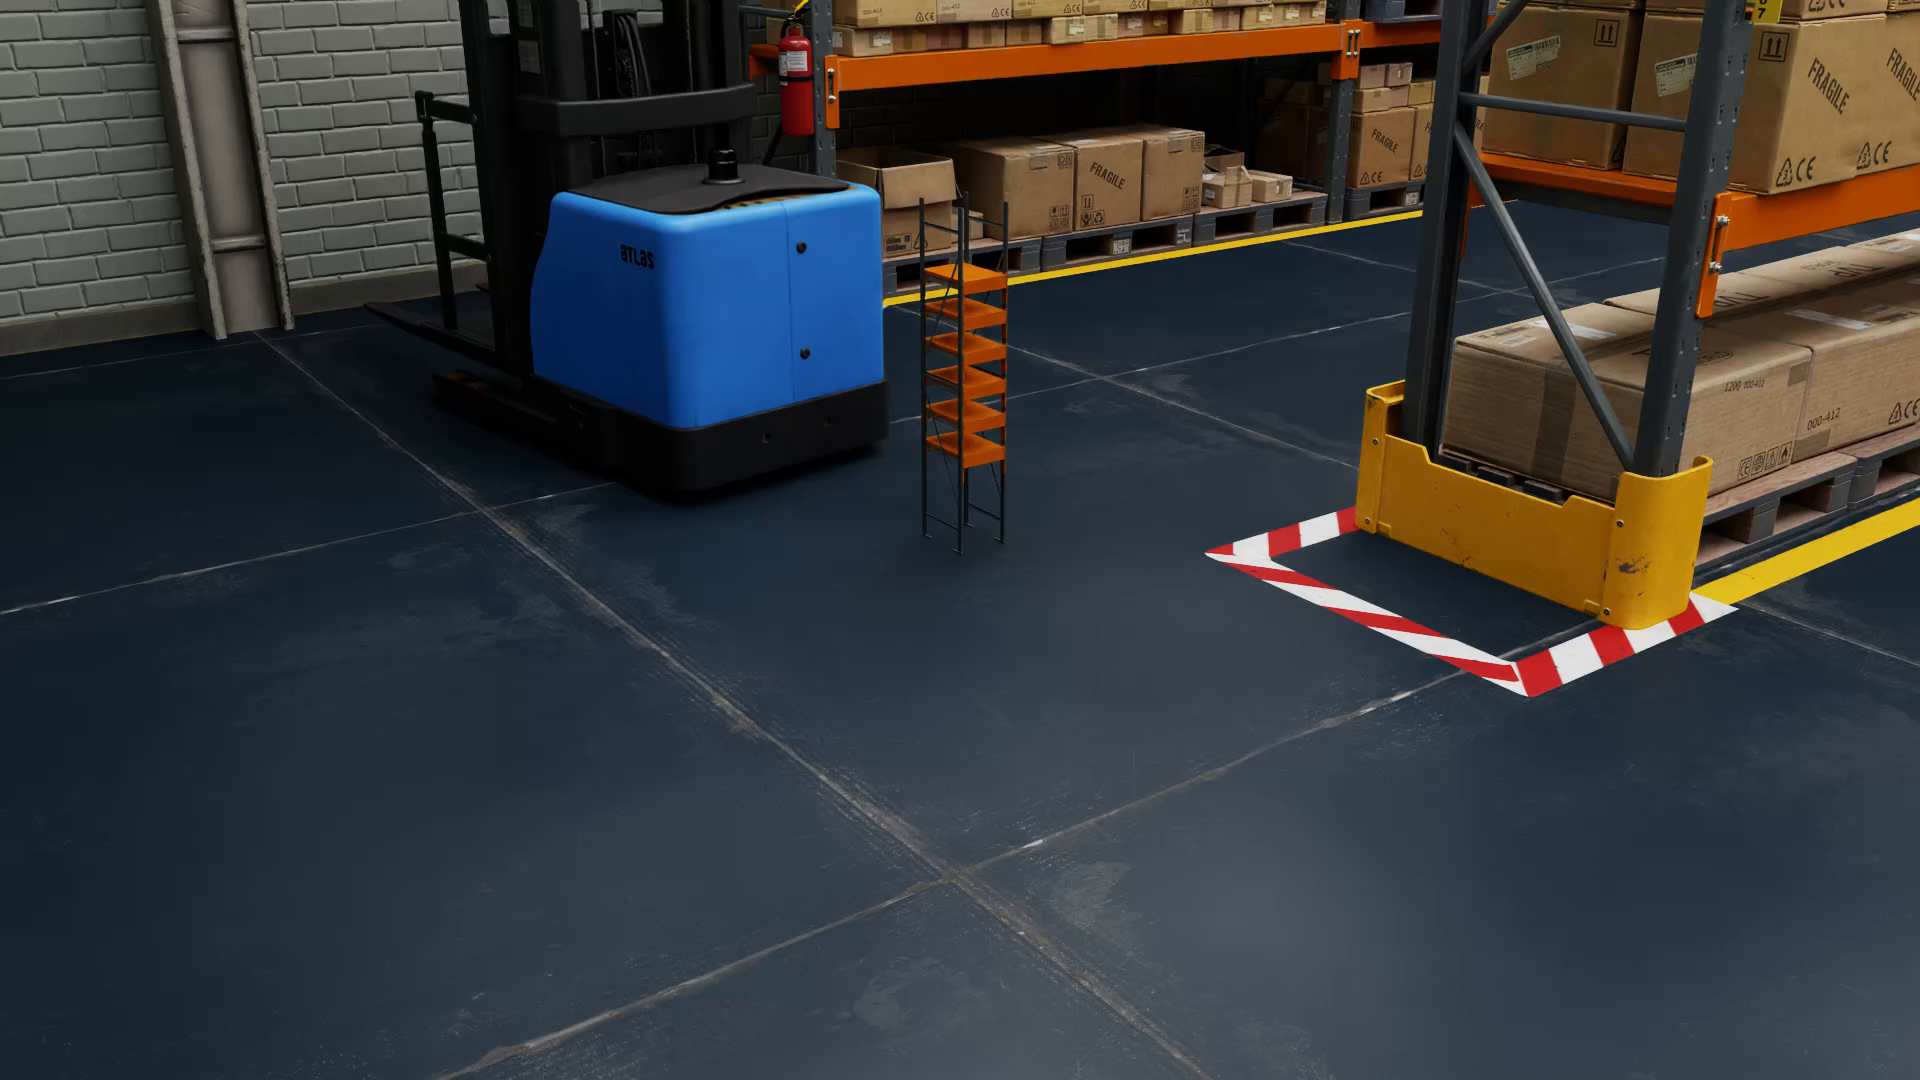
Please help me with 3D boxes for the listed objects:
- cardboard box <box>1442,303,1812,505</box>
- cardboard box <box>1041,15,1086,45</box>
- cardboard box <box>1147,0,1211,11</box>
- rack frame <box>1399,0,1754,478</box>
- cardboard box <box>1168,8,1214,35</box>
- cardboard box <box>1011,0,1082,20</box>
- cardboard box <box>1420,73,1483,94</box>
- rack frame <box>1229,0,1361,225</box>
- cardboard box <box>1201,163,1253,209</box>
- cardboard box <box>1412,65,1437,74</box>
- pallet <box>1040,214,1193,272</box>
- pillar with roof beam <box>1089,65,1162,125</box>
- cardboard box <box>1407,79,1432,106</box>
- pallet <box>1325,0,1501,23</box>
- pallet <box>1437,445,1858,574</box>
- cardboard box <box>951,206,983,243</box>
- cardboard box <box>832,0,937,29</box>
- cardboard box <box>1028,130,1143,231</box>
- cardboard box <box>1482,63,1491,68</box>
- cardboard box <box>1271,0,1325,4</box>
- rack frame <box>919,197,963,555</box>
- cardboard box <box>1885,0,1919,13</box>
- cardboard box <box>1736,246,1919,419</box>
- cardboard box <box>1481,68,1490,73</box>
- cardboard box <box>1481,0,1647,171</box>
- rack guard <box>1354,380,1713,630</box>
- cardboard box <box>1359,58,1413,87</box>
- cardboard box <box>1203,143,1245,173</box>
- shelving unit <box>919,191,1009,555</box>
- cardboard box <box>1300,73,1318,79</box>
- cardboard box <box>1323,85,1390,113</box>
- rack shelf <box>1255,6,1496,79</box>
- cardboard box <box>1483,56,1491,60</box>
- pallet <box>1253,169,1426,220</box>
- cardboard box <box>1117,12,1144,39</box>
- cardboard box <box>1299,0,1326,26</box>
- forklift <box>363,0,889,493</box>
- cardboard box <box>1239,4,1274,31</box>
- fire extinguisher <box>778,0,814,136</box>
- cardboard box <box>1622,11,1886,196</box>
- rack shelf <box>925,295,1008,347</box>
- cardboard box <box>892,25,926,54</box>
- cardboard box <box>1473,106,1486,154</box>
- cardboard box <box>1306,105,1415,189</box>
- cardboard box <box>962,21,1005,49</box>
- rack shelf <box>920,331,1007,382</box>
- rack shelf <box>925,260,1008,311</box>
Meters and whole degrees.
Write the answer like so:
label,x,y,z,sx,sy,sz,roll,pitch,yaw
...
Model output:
label,x,y,z,sx,sy,sz,roll,pitch,yaw
cardboard box,2.383,-0.498,5.987,0.875,0.438,0.875,-16,27,-35
cardboard box,0.506,-2.948,9.576,0.250,0.149,0.380,-16,27,-34
cardboard box,1.170,-3.346,10.035,0.500,0.250,0.500,-15,26,-33
rack frame,1.906,-1.320,5.156,0.127,3.000,1.000,-15,26,-33
cardboard box,1.324,-3.177,10.151,0.250,0.149,0.380,-15,26,-34
cardboard box,0.348,-3.118,9.463,0.500,0.250,0.500,-16,26,-34
cardboard box,3.518,-3.259,11.948,0.250,0.149,0.380,-15,26,-33
rack frame,2.251,-3.678,11.066,0.127,3.000,1.000,-15,26,-33
cardboard box,1.680,-2.317,10.778,0.258,0.266,0.396,-14,26,-31
cardboard box,3.407,-3.473,12.483,0.250,0.149,0.380,-14,26,-32
pallet,0.702,-1.969,10.546,1.213,0.211,1.003,-15,26,-33
pillar with roof beam,3.674,-5.290,7.010,0.400,9.000,9.100,-15,26,-33
cardboard box,3.079,-3.153,11.682,0.250,0.149,0.380,-17,27,-36
pallet,2.963,-3.729,11.453,1.213,0.211,1.003,-15,26,-33
pallet,2.509,-0.221,6.166,1.213,0.211,1.003,-15,26,-33
cardboard box,-0.077,-1.867,9.808,0.250,0.149,0.380,-16,27,-35
cardboard box,-0.470,-2.898,8.912,0.500,0.250,0.500,-15,26,-33
cardboard box,0.760,-2.208,10.188,0.500,0.500,0.500,-14,26,-32
cardboard box,3.874,-3.564,12.711,0.250,0.149,0.380,-15,26,-33
cardboard box,1.980,-3.563,10.579,0.500,0.250,0.500,-14,26,-32
rack frame,-0.063,-0.541,5.632,0.006,1.200,0.240,-15,26,-33
cardboard box,2.877,-1.963,5.283,0.500,0.500,0.500,-16,27,-34
cardboard box,3.854,-0.893,6.977,0.875,0.438,0.875,-16,27,-34
cardboard box,3.923,-3.380,12.249,0.250,0.149,0.380,-15,26,-33
cardboard box,2.143,-1.550,5.599,0.500,0.500,0.500,-15,26,-33
rack guard,1.886,-0.153,5.606,0.348,0.500,1.175,-15,26,-33
cardboard box,2.880,-3.220,11.447,0.250,0.149,0.380,-16,27,-35
cardboard box,1.577,-2.552,11.306,0.500,0.311,0.500,-14,26,-31
shelving unit,0.012,-0.560,5.682,0.189,1.200,0.258,-15,26,-33
cardboard box,2.592,-3.238,11.895,0.250,0.149,0.380,-15,26,-33
cardboard box,2.698,-3.011,11.325,0.250,0.149,0.380,-14,25,-30
rack shelf,3.874,-3.777,12.284,4.000,0.370,1.077,-15,26,-33
cardboard box,4.231,-3.702,13.057,0.250,0.149,0.380,-16,27,-35
pallet,2.889,-2.570,12.053,1.213,0.211,1.003,-15,26,-33
cardboard box,0.877,-3.088,9.926,0.250,0.149,0.380,-15,26,-33
cardboard box,2.140,-3.416,10.749,0.250,0.149,0.380,-15,26,-32
forklift,-1.667,-1.999,6.950,1.130,2.935,3.031,-19,29,-40
cardboard box,1.744,-3.290,10.433,0.250,0.149,0.380,-14,26,-31
fire extinguisher,-0.845,-2.432,8.552,0.183,0.674,0.296,-15,26,-33
cardboard box,2.463,-1.384,5.182,0.500,0.500,0.500,-15,26,-33
rack shelf,0.012,-0.742,5.609,0.180,0.103,0.258,-15,26,-33
cardboard box,-0.389,-2.753,9.087,0.250,0.149,0.380,-14,26,-32
cardboard box,3.609,-2.974,12.108,0.500,0.500,0.500,-16,27,-34
cardboard box,2.775,-2.749,11.544,0.500,0.500,0.500,-14,25,-31
cardboard box,0.045,-2.857,9.347,0.250,0.149,0.380,-14,26,-31
rack shelf,0.012,-0.631,5.654,0.180,0.103,0.258,-15,26,-33
rack shelf,0.012,-0.853,5.565,0.180,0.103,0.258,-15,26,-33
